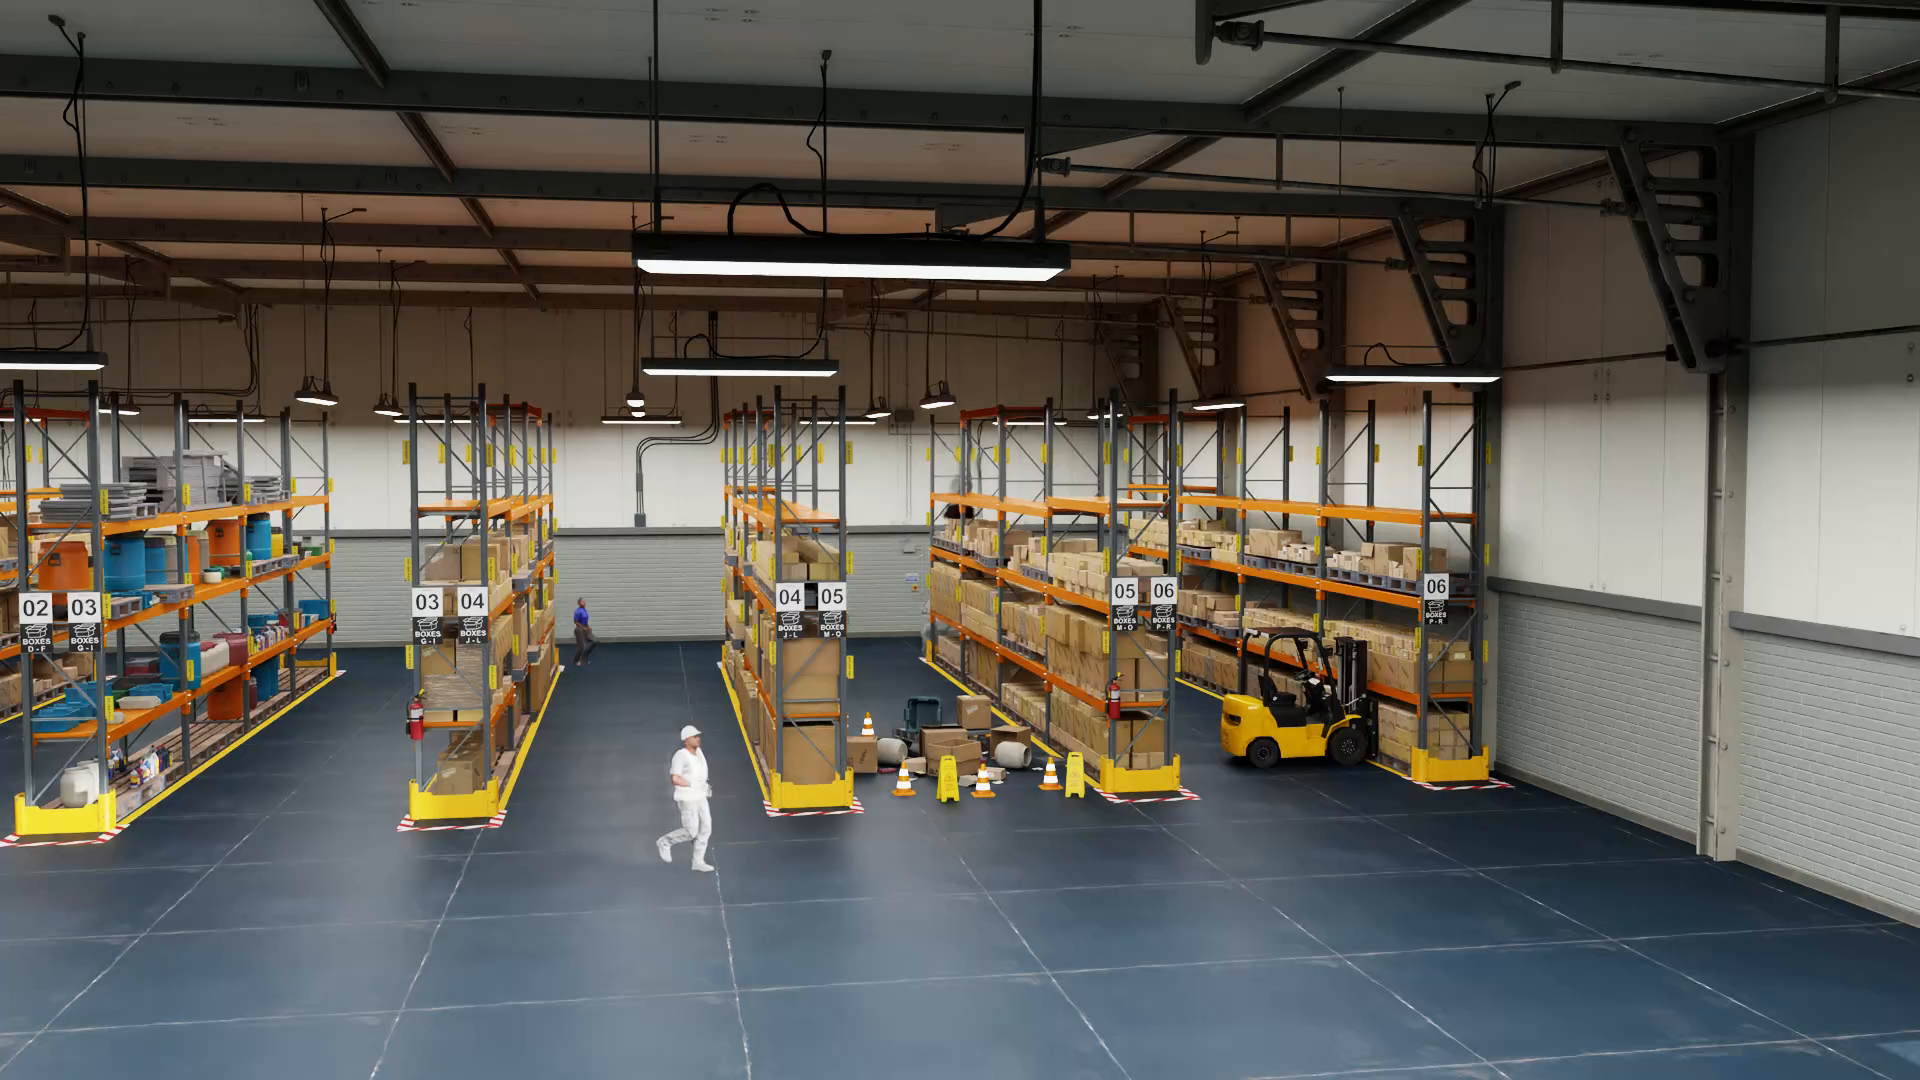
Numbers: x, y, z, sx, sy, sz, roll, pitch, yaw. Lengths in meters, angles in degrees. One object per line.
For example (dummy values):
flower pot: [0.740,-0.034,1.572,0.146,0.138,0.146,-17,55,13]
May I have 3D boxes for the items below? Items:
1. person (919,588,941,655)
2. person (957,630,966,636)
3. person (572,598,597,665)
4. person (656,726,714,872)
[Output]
person: [-0.648,2.068,41.730,0.744,1.709,0.654,0,3,-2]
person: [0.211,2.025,41.659,0.627,1.741,0.656,-1,3,-18]
person: [-8.971,2.179,39.633,0.594,1.620,0.592,1,3,16]
person: [-3.286,3.109,20.050,0.751,1.749,0.684,1,3,20]
